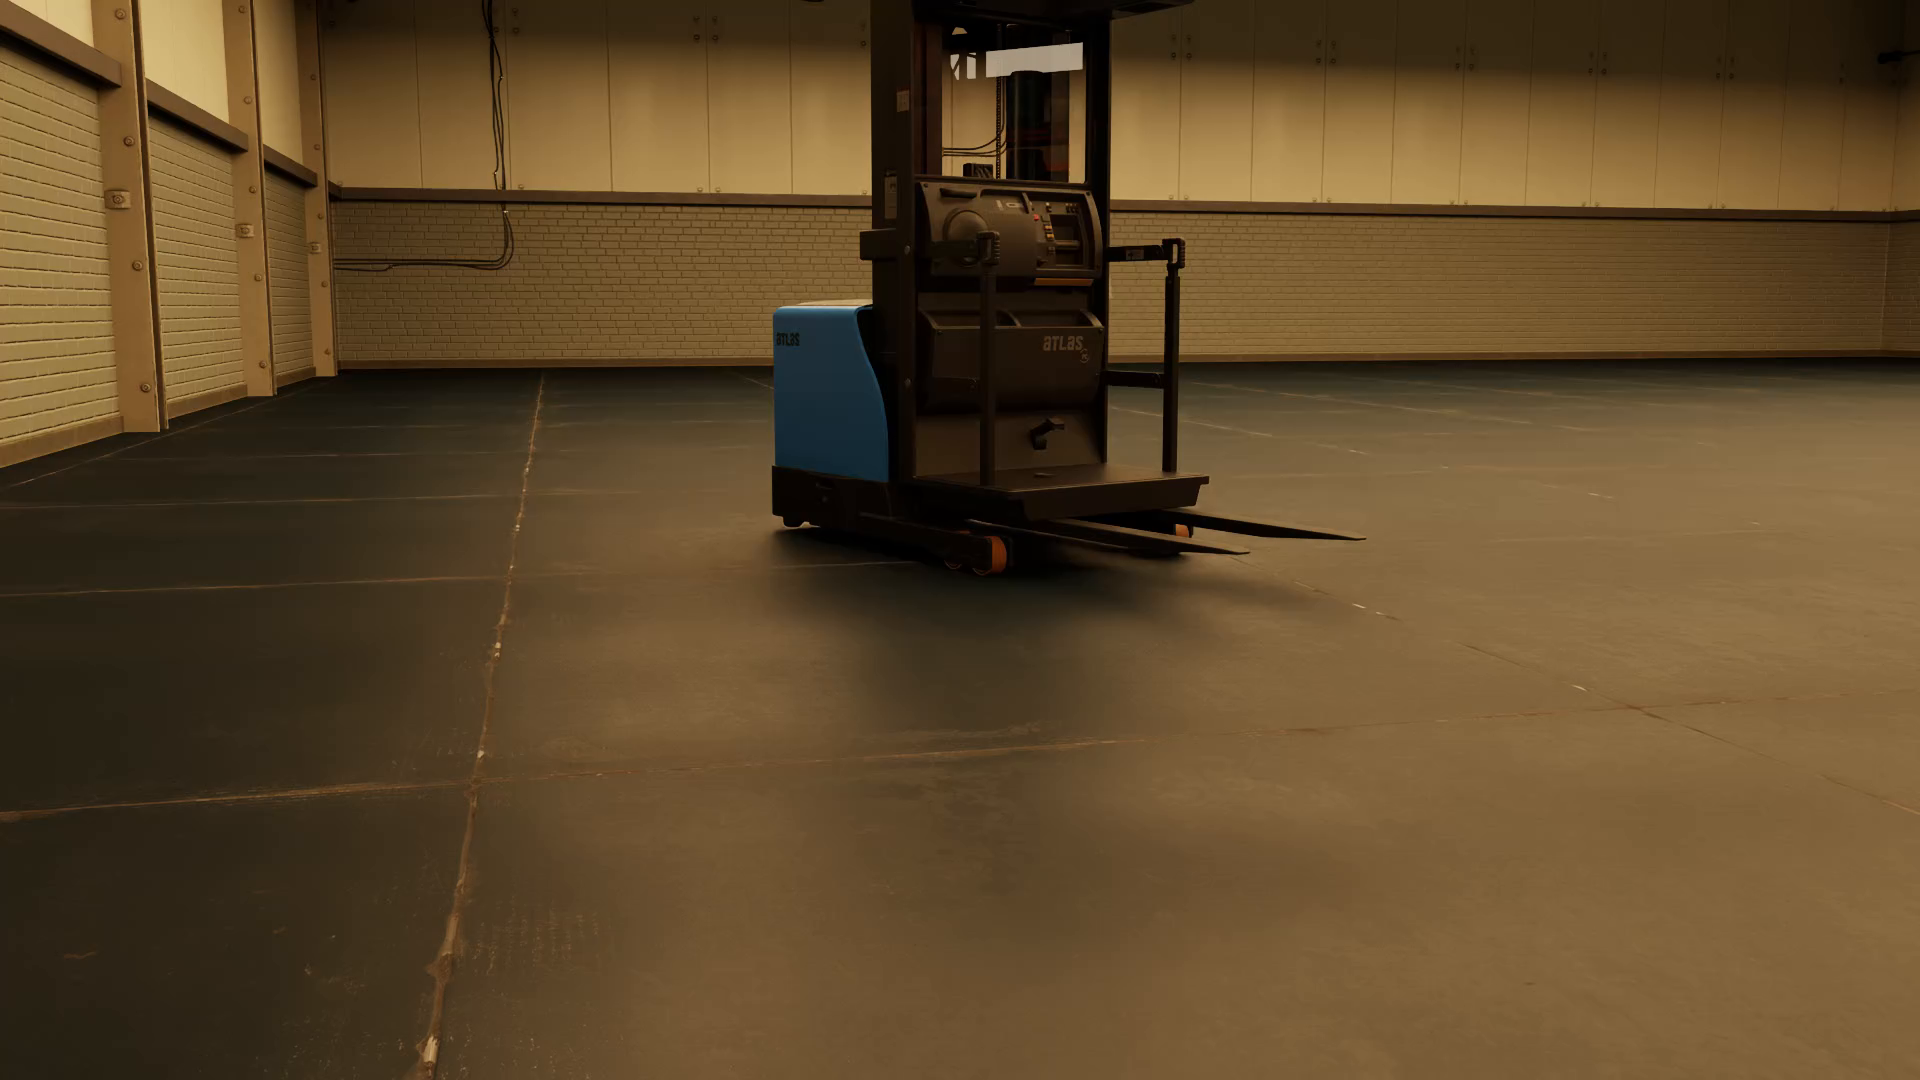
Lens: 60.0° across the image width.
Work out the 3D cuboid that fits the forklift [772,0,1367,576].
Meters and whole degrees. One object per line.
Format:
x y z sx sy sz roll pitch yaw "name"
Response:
0.355 -1.383 7.015 1.130 2.935 3.031 -6 10 -35 "forklift"
